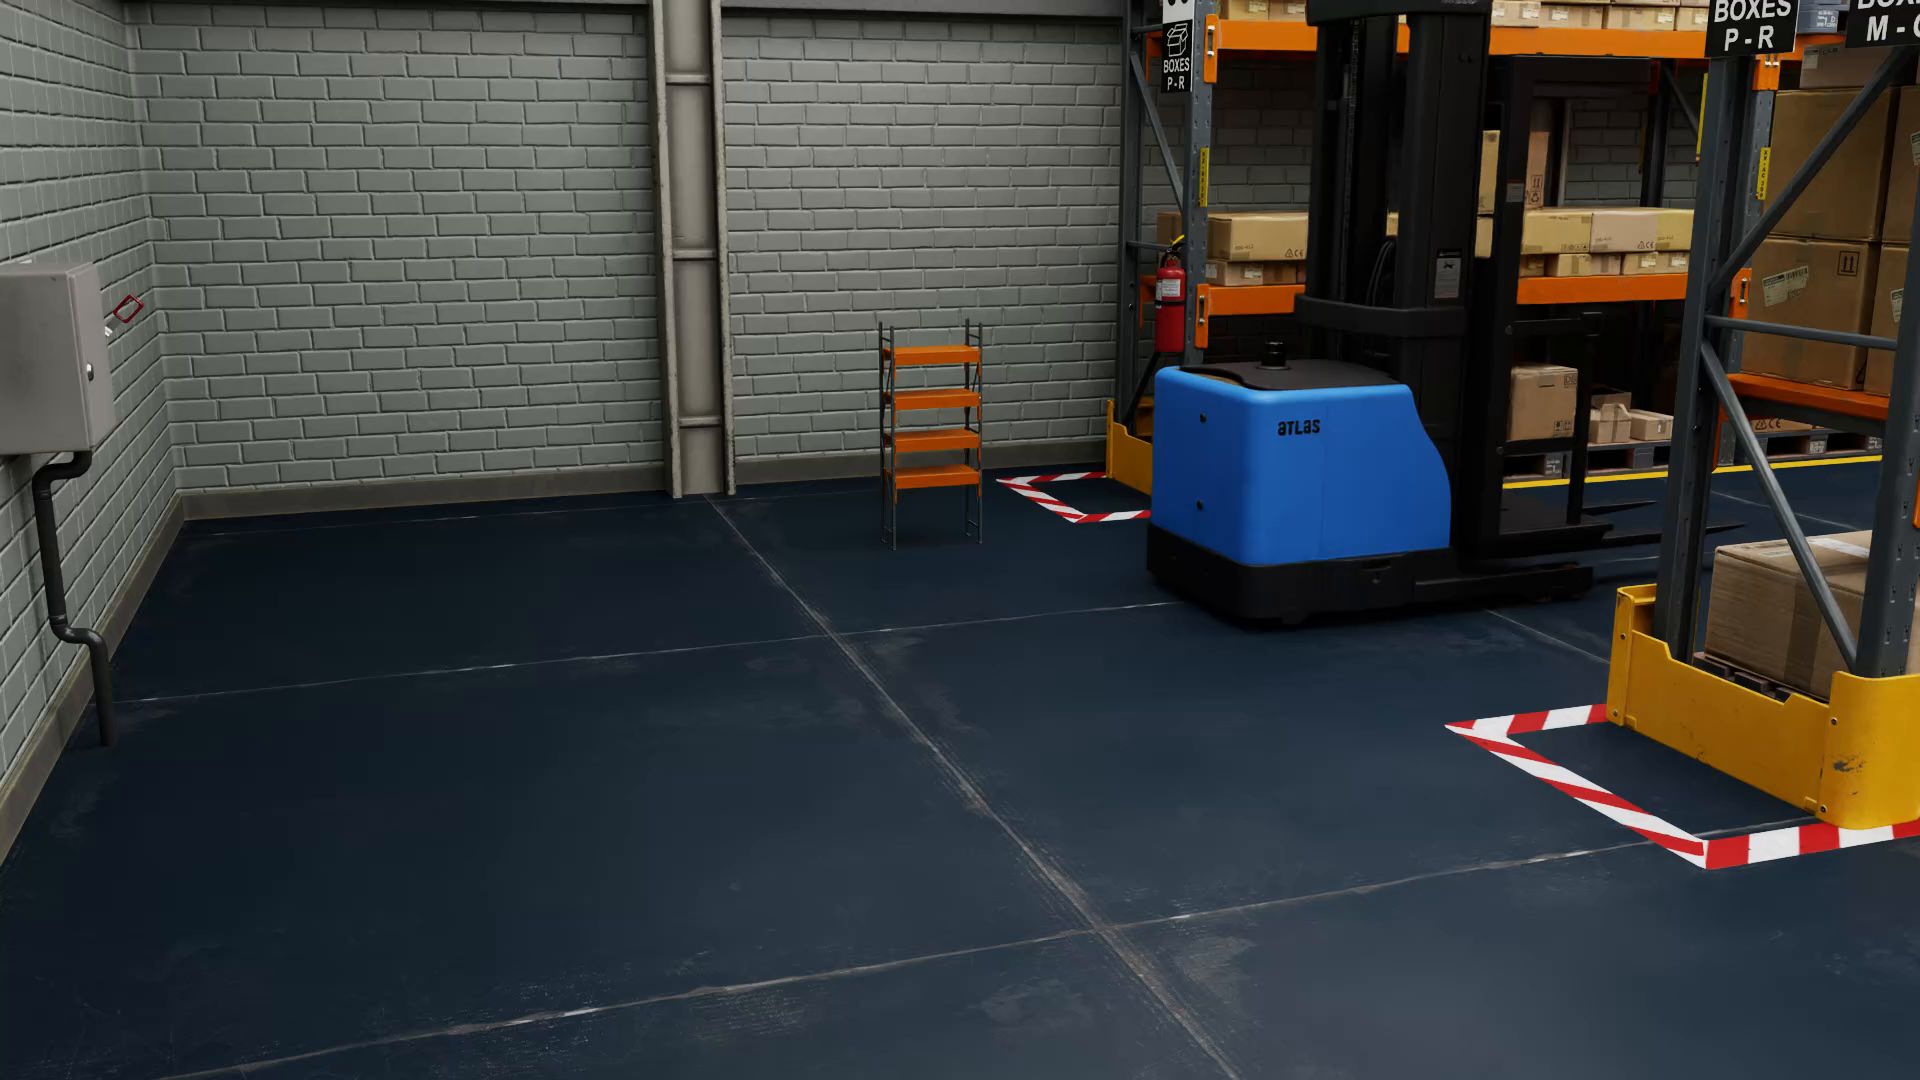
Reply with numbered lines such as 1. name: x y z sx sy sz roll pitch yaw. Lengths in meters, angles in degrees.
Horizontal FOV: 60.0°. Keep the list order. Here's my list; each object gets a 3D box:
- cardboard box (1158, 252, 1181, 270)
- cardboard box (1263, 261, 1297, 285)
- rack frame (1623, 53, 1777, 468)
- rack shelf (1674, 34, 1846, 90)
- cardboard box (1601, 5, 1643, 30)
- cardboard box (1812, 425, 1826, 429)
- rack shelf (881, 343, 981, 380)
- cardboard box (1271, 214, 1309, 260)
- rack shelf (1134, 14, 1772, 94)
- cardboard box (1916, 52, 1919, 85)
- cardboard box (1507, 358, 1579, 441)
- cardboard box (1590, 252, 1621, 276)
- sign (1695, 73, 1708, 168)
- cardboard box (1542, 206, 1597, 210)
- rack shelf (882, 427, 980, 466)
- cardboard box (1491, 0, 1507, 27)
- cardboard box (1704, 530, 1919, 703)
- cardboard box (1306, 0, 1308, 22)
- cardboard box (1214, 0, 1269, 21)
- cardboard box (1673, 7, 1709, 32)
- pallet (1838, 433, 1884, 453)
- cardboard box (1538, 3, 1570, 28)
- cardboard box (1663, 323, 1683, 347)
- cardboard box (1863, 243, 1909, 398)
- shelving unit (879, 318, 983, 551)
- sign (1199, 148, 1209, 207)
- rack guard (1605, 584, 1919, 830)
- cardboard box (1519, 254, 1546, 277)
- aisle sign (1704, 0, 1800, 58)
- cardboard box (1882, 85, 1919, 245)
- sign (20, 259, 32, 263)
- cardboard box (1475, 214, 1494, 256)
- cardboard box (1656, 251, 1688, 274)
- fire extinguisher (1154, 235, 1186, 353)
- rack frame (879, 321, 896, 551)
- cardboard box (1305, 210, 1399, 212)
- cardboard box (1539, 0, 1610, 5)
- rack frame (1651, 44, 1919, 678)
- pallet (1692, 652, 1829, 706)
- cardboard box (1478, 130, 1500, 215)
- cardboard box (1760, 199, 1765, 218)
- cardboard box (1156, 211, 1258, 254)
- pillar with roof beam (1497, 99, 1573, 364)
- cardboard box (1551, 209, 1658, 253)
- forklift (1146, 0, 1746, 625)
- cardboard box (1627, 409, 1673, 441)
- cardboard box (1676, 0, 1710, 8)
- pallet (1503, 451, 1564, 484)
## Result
1. cardboard box: 1.443 -1.727 10.464 0.250 0.149 0.380 -5 14 -19
2. cardboard box: 1.840 -1.637 10.085 0.250 0.149 0.380 -4 14 -17
3. rack frame: 5.006 -2.061 11.326 0.127 3.000 1.000 -4 14 -18
4. rack shelf: 6.902 -3.318 11.683 4.000 0.370 1.077 -4 14 -18
5. cardboard box: 4.035 -3.254 10.404 0.250 0.149 0.380 -5 14 -18
6. cardboard box: 6.038 -1.077 11.684 0.500 0.500 0.500 -5 14 -19
7. rack shelf: -0.157 -0.954 8.862 0.480 0.148 0.258 -4 14 -18
8. cardboard box: 2.209 -1.849 10.117 0.500 0.250 0.500 -4 14 -17
9. rack shelf: 3.111 -3.023 10.442 4.000 0.370 1.077 -4 14 -18
10. cardboard box: 3.226 -1.494 5.162 0.250 0.149 0.380 -4 14 -17
11. cardboard box: 3.631 -0.910 10.979 0.500 0.500 0.700 -5 14 -20
12. cardboard box: 4.049 -1.798 10.763 0.250 0.149 0.380 -4 14 -17
13. sign: 2.642 -1.476 5.853 0.005 0.325 0.100 -4 14 -18
14. cardboard box: 3.977 -2.117 11.242 0.500 0.250 0.500 -5 14 -19
15. rack shelf: -0.157 -0.506 8.968 0.480 0.148 0.258 -4 14 -18
16. cardboard box: 3.075 -3.167 10.038 0.250 0.149 0.380 -4 14 -18
17. cardboard box: 3.395 0.294 6.054 0.875 0.438 0.875 -5 14 -20
18. cardboard box: 2.080 -3.116 9.821 0.250 0.149 0.380 -4 14 -18
19. cardboard box: 1.591 -3.076 9.651 0.250 0.149 0.380 -4 14 -17
20. cardboard box: 4.526 -3.290 10.551 0.250 0.149 0.380 -4 14 -18
21. pallet: 6.923 -0.864 12.318 1.213 0.211 1.003 -4 14 -18
22. cardboard box: 3.535 -3.221 10.264 0.250 0.149 0.380 -4 14 -17
23. cardboard box: 5.263 -1.455 11.872 0.250 0.149 0.380 -5 14 -20
24. cardboard box: 3.348 -0.699 5.382 0.500 0.500 0.500 -5 14 -19
25. shelving unit: -0.157 -0.571 8.953 0.503 1.200 0.258 -4 14 -18
26. sign: 1.388 -2.068 9.484 0.005 0.325 0.100 -4 14 -18
27. rack guard: 2.779 0.540 5.791 0.348 0.500 1.175 -4 14 -18
28. cardboard box: 3.535 -1.779 10.681 0.250 0.149 0.380 -4 14 -17
29. aisle sign: 2.635 -2.005 5.472 0.004 0.787 0.394 -4 14 -18
30. cardboard box: 3.347 -1.186 5.268 0.500 0.500 0.500 -5 14 -19
31. sign: -3.421 -0.775 6.123 0.001 0.494 0.329 -4 14 -18
32. cardboard box: 3.166 -1.930 10.455 0.500 0.250 0.500 -5 14 -20
33. cardboard box: 4.545 -1.836 10.923 0.250 0.149 0.380 -4 14 -17
34. fire extinguisher: 1.223 -1.435 9.665 0.183 0.674 0.296 -4 14 -18
35. rack frame: -0.388 -0.553 8.877 0.015 1.200 0.240 -4 14 -18
36. cardboard box: 2.526 -2.003 10.763 0.500 0.250 0.500 -4 14 -16
37. cardboard box: 3.650 -3.426 10.262 0.500 0.250 0.500 -4 14 -17
38. rack frame: 2.802 -0.678 5.509 0.127 3.000 1.000 -4 14 -18
39. pallet: 3.535 0.603 6.152 1.213 0.211 1.003 -4 14 -18
40. cardboard box: 3.153 -2.288 10.339 0.500 0.500 0.500 -4 14 -17
41. cardboard box: 5.536 -2.301 11.210 0.500 0.500 0.700 -4 14 -17
42. cardboard box: 1.566 -1.930 10.455 0.500 0.250 0.500 -4 14 -16
43. pillar with roof beam: 5.432 -4.182 7.277 0.400 9.000 9.100 -4 14 -18
44. cardboard box: 4.131 -2.002 10.757 0.500 0.250 0.500 -4 14 -18
45. forklift: 2.494 -1.237 8.009 3.031 2.935 1.130 -5 14 -20
46. cardboard box: 4.572 -0.773 11.164 0.250 0.149 0.380 -5 14 -20
47. cardboard box: 4.629 -3.502 10.581 0.500 0.250 0.500 -4 14 -18
48. pallet: 3.197 -0.563 11.054 1.213 0.211 1.003 -4 14 -18
